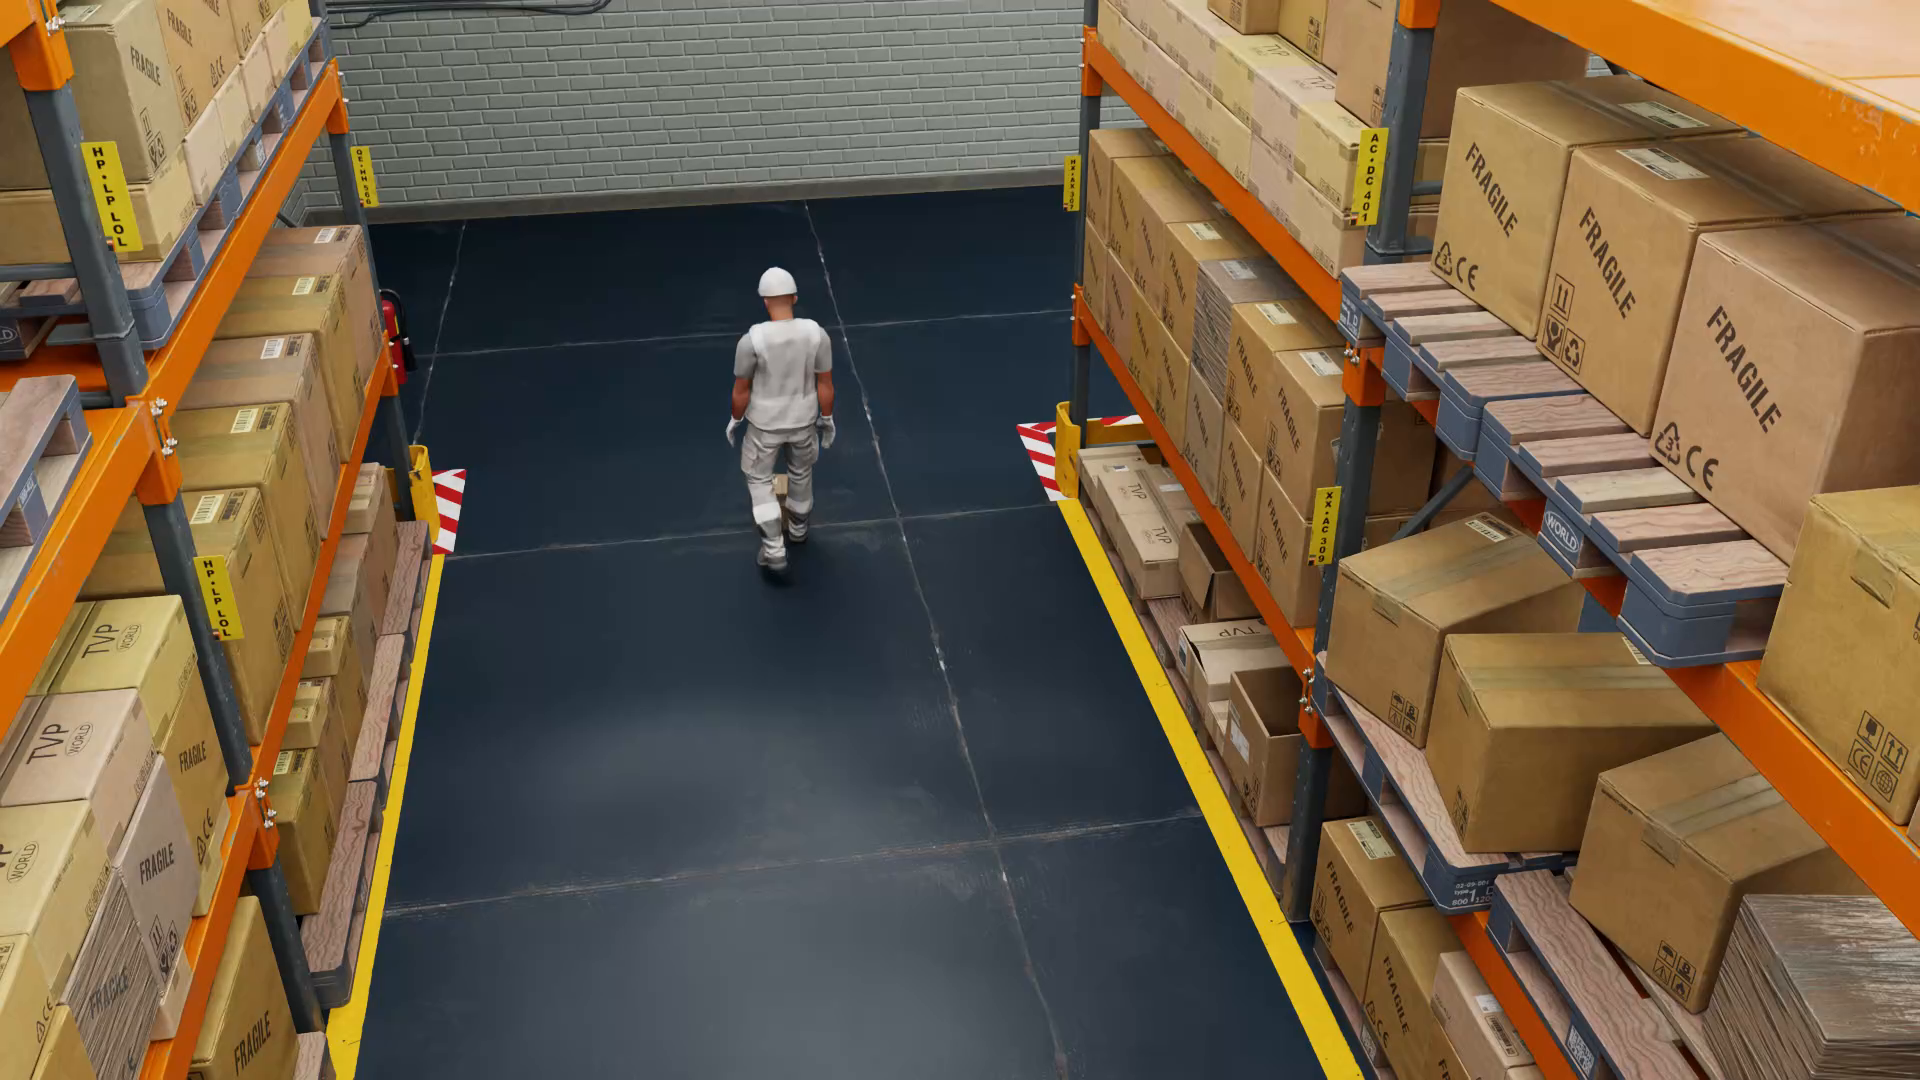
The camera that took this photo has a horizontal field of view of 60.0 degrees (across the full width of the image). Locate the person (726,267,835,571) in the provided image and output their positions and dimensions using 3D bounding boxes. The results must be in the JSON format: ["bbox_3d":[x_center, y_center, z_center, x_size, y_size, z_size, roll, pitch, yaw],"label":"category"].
[{"bbox_3d":[-1.017,-0.683,9.262,0.592,1.774,0.764,-10,32,-16],"label":"person"}]
